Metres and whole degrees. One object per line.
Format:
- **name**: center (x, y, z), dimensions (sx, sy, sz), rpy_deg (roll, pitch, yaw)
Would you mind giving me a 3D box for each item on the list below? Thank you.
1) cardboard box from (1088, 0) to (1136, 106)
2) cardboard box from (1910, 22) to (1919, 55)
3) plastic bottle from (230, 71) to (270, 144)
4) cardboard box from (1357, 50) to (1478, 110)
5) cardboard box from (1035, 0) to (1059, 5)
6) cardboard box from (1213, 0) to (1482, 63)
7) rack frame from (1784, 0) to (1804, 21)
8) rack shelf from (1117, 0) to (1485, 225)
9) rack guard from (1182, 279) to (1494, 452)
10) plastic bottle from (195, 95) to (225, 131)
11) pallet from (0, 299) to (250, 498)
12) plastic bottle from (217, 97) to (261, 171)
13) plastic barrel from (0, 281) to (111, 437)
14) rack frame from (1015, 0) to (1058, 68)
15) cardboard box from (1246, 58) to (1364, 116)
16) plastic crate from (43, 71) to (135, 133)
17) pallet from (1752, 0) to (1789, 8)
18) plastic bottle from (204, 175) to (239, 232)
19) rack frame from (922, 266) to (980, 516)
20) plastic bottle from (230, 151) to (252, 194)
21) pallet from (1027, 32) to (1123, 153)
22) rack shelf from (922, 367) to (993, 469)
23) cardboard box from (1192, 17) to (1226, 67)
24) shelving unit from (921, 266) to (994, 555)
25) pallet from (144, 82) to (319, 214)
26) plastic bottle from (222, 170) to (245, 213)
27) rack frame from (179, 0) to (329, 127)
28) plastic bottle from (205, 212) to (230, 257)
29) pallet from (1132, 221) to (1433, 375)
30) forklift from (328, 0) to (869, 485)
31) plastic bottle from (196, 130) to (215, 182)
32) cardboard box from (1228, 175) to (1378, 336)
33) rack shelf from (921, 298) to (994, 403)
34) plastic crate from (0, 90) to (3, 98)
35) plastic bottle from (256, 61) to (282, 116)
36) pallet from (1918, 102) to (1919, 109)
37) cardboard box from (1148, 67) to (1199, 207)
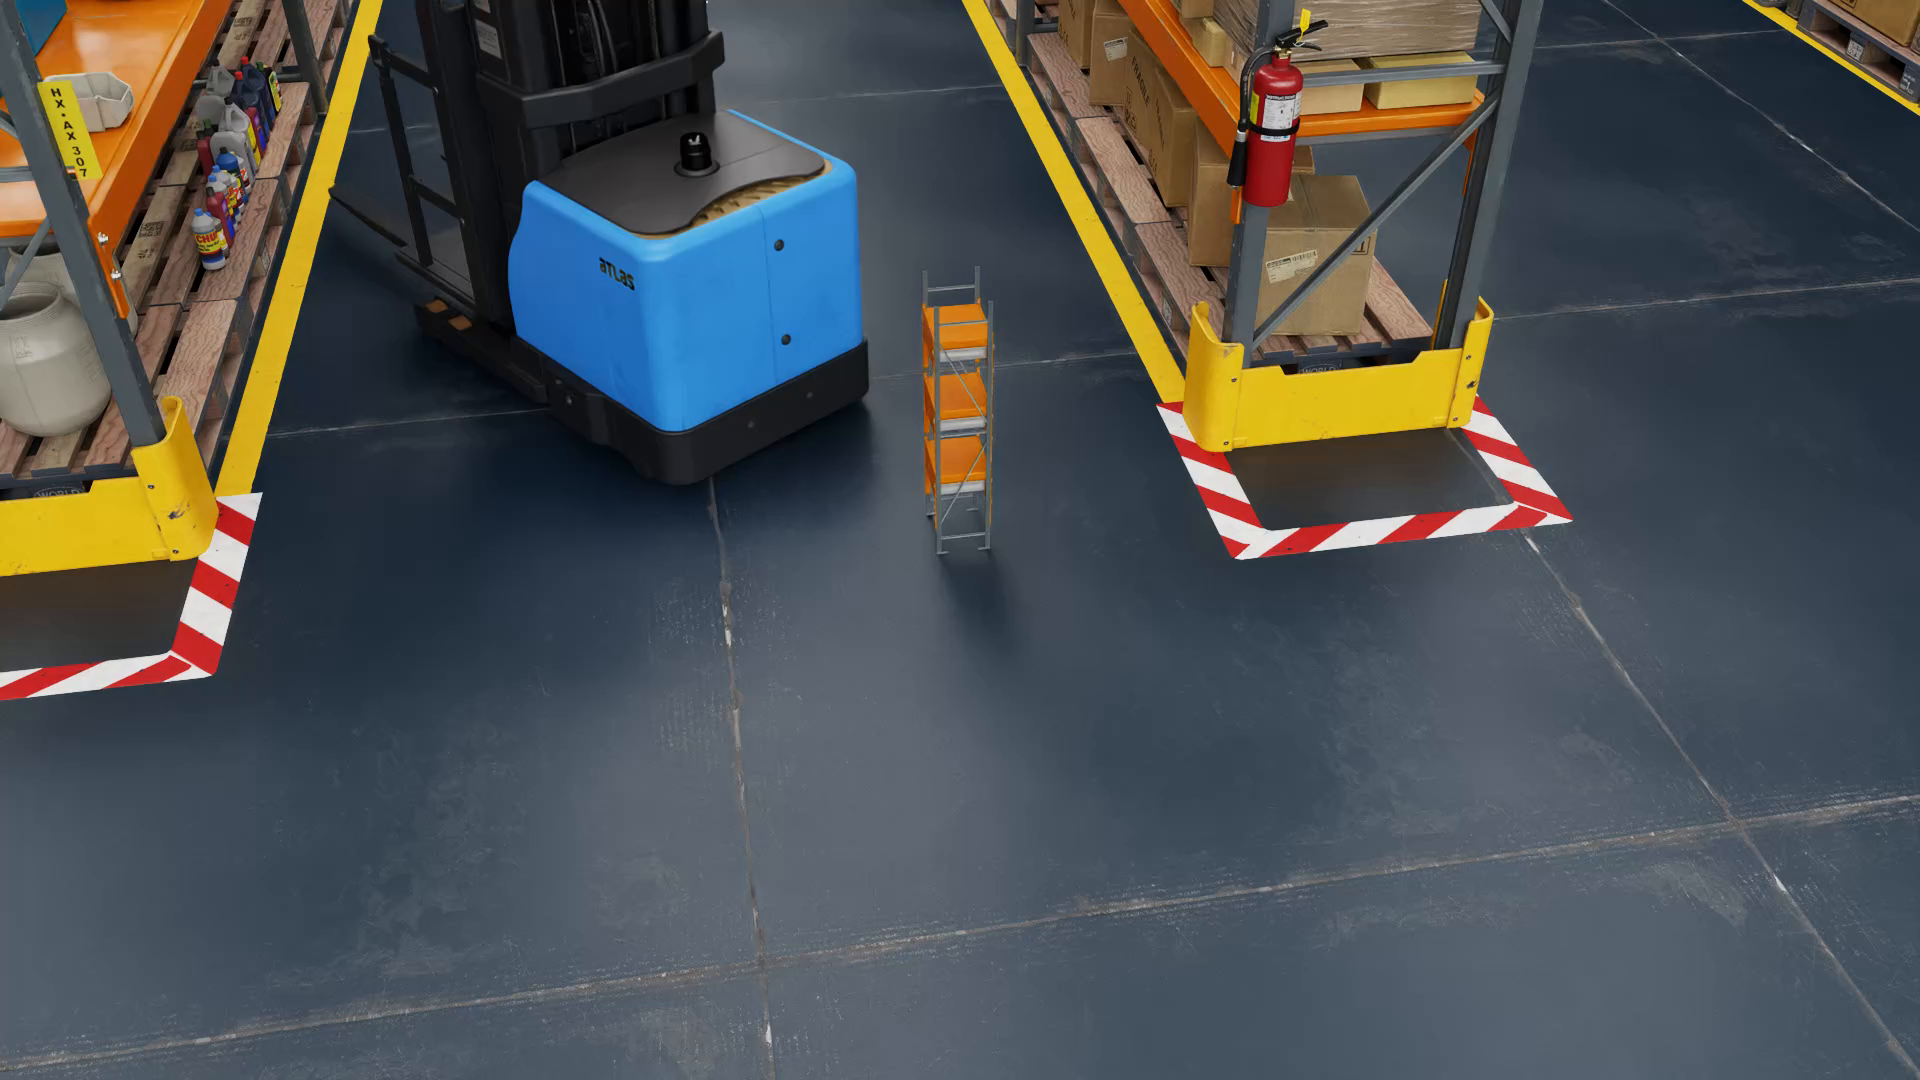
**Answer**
- **cardboard box**: center (0.971, -2.657, 8.921), dimensions (0.500, 0.500, 0.500), rpy_deg (5, 38, 7)
- **cardboard box**: center (5.936, -2.937, 8.976), dimensions (0.875, 0.875, 0.875), rpy_deg (-6, 38, -8)
- **plastic bottle**: center (-3.614, -2.191, 8.425), dimensions (0.144, 0.351, 0.185), rpy_deg (-8, 39, -10)
- **cardboard box**: center (1.718, -1.752, 6.265), dimensions (0.380, 0.149, 0.250), rpy_deg (-6, 38, -8)
- **cardboard box**: center (0.746, -3.629, 10.156), dimensions (0.700, 0.500, 0.500), rpy_deg (-9, 39, -11)
- **cardboard box**: center (1.464, -2.146, 6.243), dimensions (0.875, 0.500, 0.500), rpy_deg (-6, 38, -8)
- **rack frame**: center (5.733, -4.542, 9.652), dimensions (1.000, 3.000, 0.127), rpy_deg (-6, 38, -8)
- **rack shelf**: center (1.183, -2.578, 7.709), dimensions (1.077, 0.370, 4.000), rpy_deg (-6, 38, -8)
- **rack guard**: center (1.520, -0.712, 6.760), dimensions (1.175, 0.500, 0.348), rpy_deg (-6, 38, -8)
- **plastic bottle**: center (-3.755, -2.130, 8.408), dimensions (0.152, 0.276, 0.135), rpy_deg (-6, 38, -8)
- **pallet**: center (-3.540, -0.552, 6.788), dimensions (1.003, 0.211, 1.213), rpy_deg (-6, 38, -8)
- **plastic bottle**: center (-3.557, -1.996, 8.174), dimensions (0.144, 0.351, 0.185), rpy_deg (-6, 38, -8)
- **plastic barrel**: center (-3.534, -0.694, 6.383), dimensions (0.421, 0.512, 0.421), rpy_deg (0, 38, 0)
- **rack frame**: center (0.832, -4.070, 9.043), dimensions (1.000, 3.000, 0.127), rpy_deg (-6, 38, -8)
- **cardboard box**: center (1.280, -1.704, 6.204), dimensions (0.380, 0.149, 0.250), rpy_deg (-6, 38, -8)
- **plastic crate**: center (-3.183, -1.592, 6.069), dimensions (0.298, 0.136, 0.250), rpy_deg (-6, 38, -8)
- **pallet**: center (5.523, -3.899, 11.097), dimensions (1.003, 0.211, 1.213), rpy_deg (-6, 38, -8)
- **plastic bottle**: center (-3.414, -1.553, 7.669), dimensions (0.097, 0.271, 0.097), rpy_deg (0, 38, 0)
- **rack frame**: center (-0.031, -0.521, 6.064), dimensions (0.200, 1.050, 0.008), rpy_deg (-6, 38, -8)
- **plastic bottle**: center (-3.485, -1.770, 8.005), dimensions (0.097, 0.201, 0.097), rpy_deg (0, 38, 0)
- **pallet**: center (0.985, -2.567, 9.382), dimensions (1.003, 0.211, 1.213), rpy_deg (-6, 38, -8)
- **rack shelf**: center (-0.009, -0.439, 5.976), dimensions (0.215, 0.259, 0.240), rpy_deg (-6, 38, -8)
- **cardboard box**: center (1.142, -2.001, 6.585), dimensions (0.380, 0.149, 0.250), rpy_deg (-6, 38, -8)
- **shelving unit**: center (-0.009, -0.447, 5.970), dimensions (0.215, 1.050, 0.252), rpy_deg (-6, 38, -8)
- **pallet**: center (-3.968, -2.026, 8.685), dimensions (1.003, 0.211, 1.213), rpy_deg (-6, 38, -8)
- **plastic bottle**: center (-3.449, -1.646, 7.845), dimensions (0.097, 0.201, 0.097), rpy_deg (0, 38, 0)
- **rack frame**: center (-4.044, -3.537, 8.358), dimensions (1.000, 3.000, 0.127), rpy_deg (-6, 38, -8)
- **plastic bottle**: center (-3.372, -1.381, 7.505), dimensions (0.097, 0.201, 0.097), rpy_deg (0, 38, 0)
- **pallet**: center (1.412, -1.093, 7.485), dimensions (1.003, 0.211, 1.213), rpy_deg (-6, 38, -8)
- **forklift**: center (-1.773, -2.170, 6.655), dimensions (1.130, 2.935, 3.031), rpy_deg (-31, 48, -34)
- **plastic bottle**: center (-3.637, -1.859, 8.053), dimensions (0.061, 0.283, 0.133), rpy_deg (-6, 38, -8)
- **cardboard box**: center (1.440, -1.211, 7.059), dimensions (0.500, 0.500, 0.500), rpy_deg (0, 38, 1)
- **rack shelf**: center (-0.009, -0.663, 5.802), dimensions (0.215, 0.259, 0.240), rpy_deg (-6, 38, -8)
- **plastic crate**: center (-3.834, -1.725, 6.147), dimensions (0.499, 0.251, 0.408), rpy_deg (-6, 38, -8)
- **plastic bottle**: center (-3.635, -2.383, 8.728), dimensions (0.061, 0.283, 0.133), rpy_deg (-4, 38, -6)
- **pallet**: center (6.006, -2.235, 8.955), dimensions (1.003, 0.211, 1.213), rpy_deg (-6, 38, -8)
- **cardboard box**: center (1.211, -1.949, 8.009), dimensions (0.500, 0.500, 0.500), rpy_deg (-3, 38, -4)
